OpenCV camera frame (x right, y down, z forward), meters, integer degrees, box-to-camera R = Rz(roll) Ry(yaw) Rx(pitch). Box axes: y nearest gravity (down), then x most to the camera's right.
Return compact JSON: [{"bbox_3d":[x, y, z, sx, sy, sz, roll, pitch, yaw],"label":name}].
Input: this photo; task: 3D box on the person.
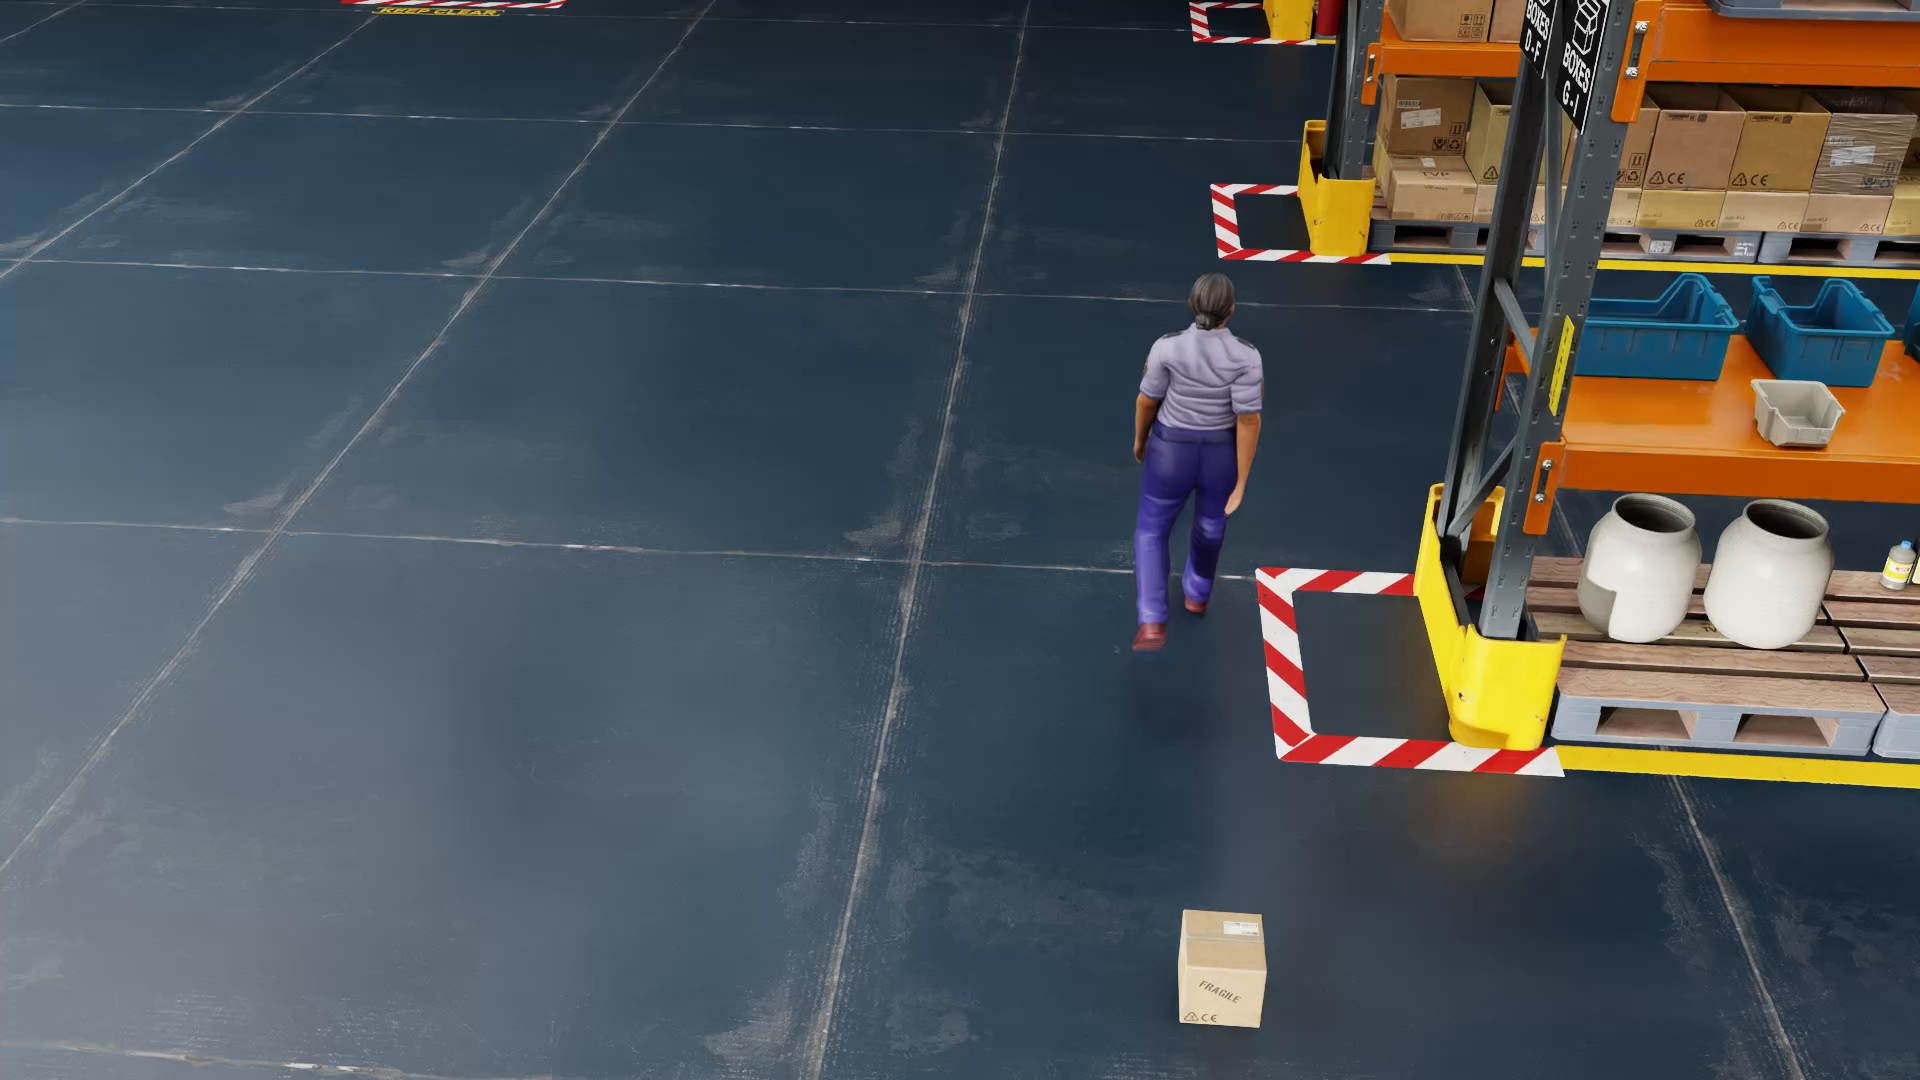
[{"bbox_3d":[0.929,-0.302,6.617,0.480,1.595,0.832,3,32,4],"label":"person"}]
